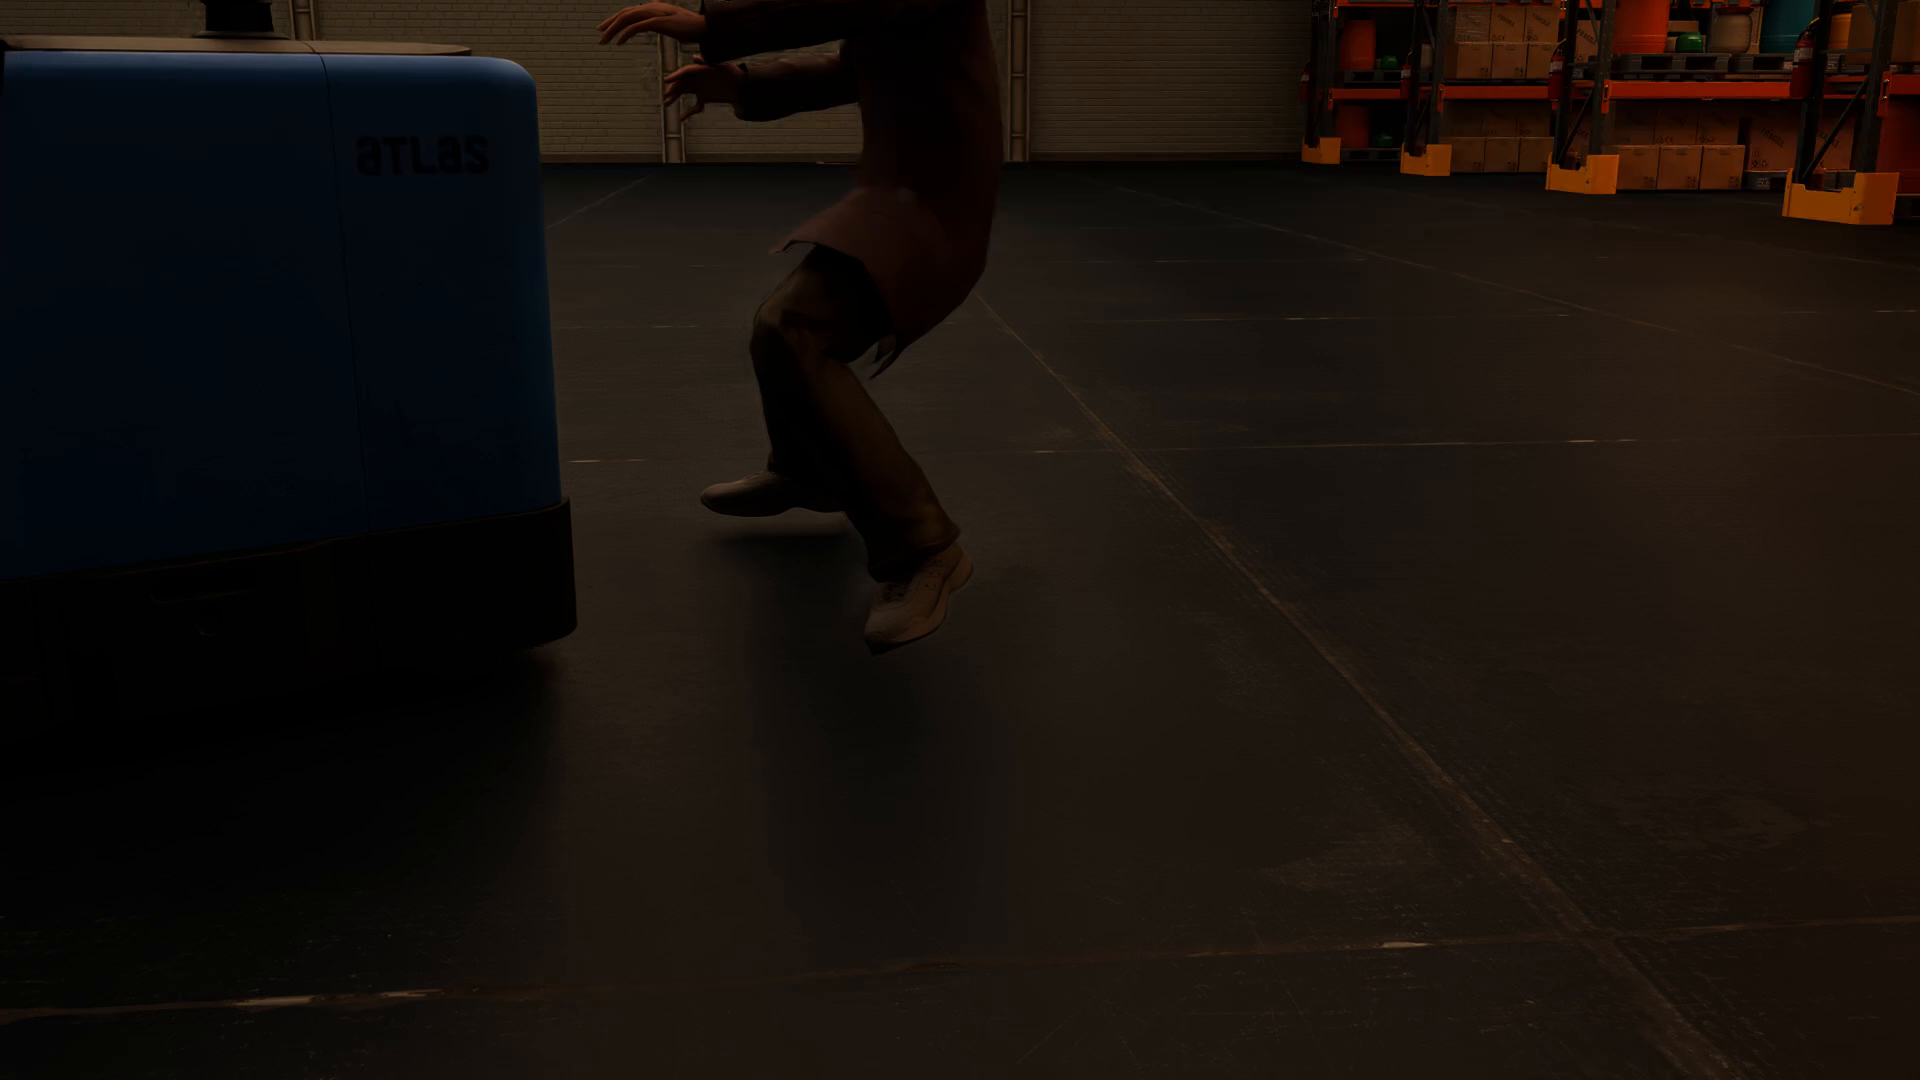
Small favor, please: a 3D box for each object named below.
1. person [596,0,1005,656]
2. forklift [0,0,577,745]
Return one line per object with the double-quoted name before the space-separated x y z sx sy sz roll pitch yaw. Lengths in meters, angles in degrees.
"person" -0.268 -0.661 3.310 0.713 1.514 1.267 0 15 0
"forklift" -2.219 -1.081 2.284 3.031 2.935 1.130 -9 17 -31
